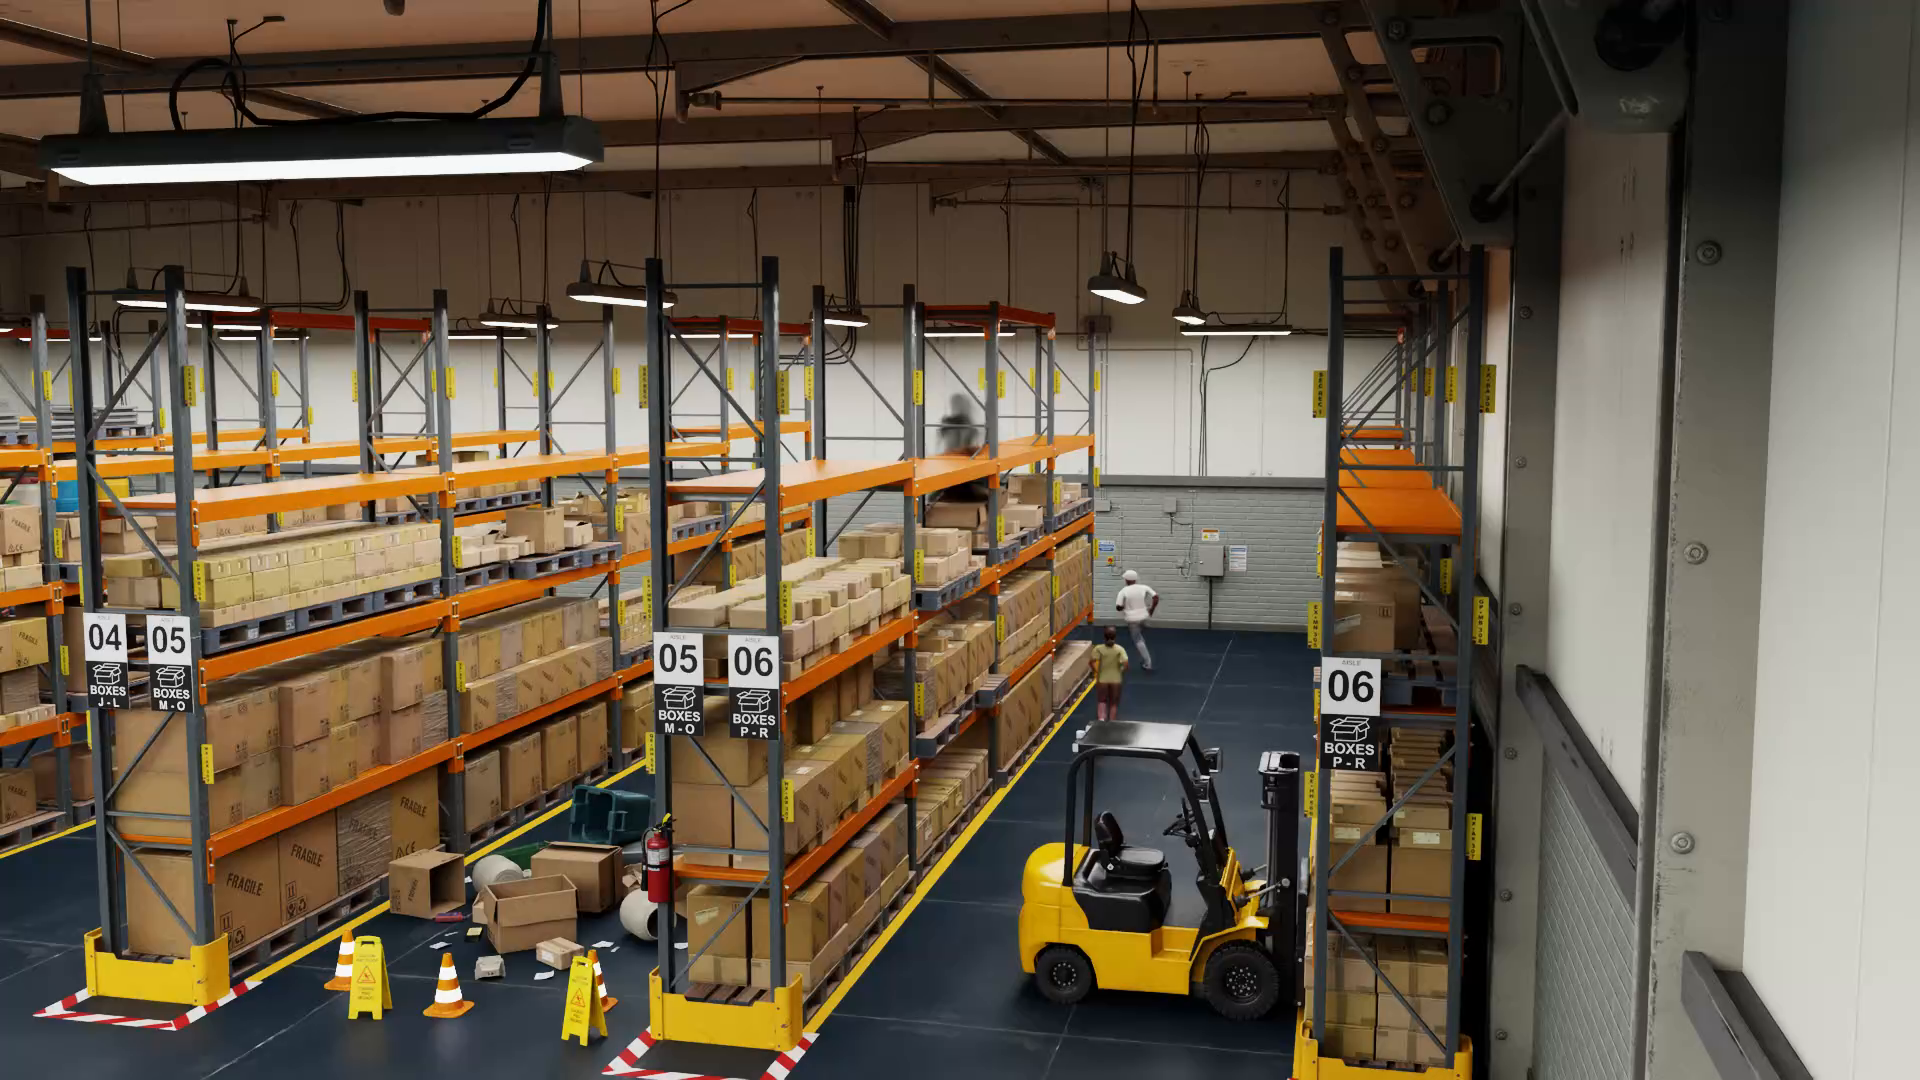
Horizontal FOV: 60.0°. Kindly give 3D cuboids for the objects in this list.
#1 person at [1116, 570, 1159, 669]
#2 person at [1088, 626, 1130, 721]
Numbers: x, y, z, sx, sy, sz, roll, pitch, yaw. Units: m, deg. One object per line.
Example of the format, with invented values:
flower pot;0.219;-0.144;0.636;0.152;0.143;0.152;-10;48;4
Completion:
person;3.026;1.389;28.808;0.688;1.759;0.693;-3;7;-28
person;2.093;1.999;23.322;0.577;1.620;0.562;1;6;8
